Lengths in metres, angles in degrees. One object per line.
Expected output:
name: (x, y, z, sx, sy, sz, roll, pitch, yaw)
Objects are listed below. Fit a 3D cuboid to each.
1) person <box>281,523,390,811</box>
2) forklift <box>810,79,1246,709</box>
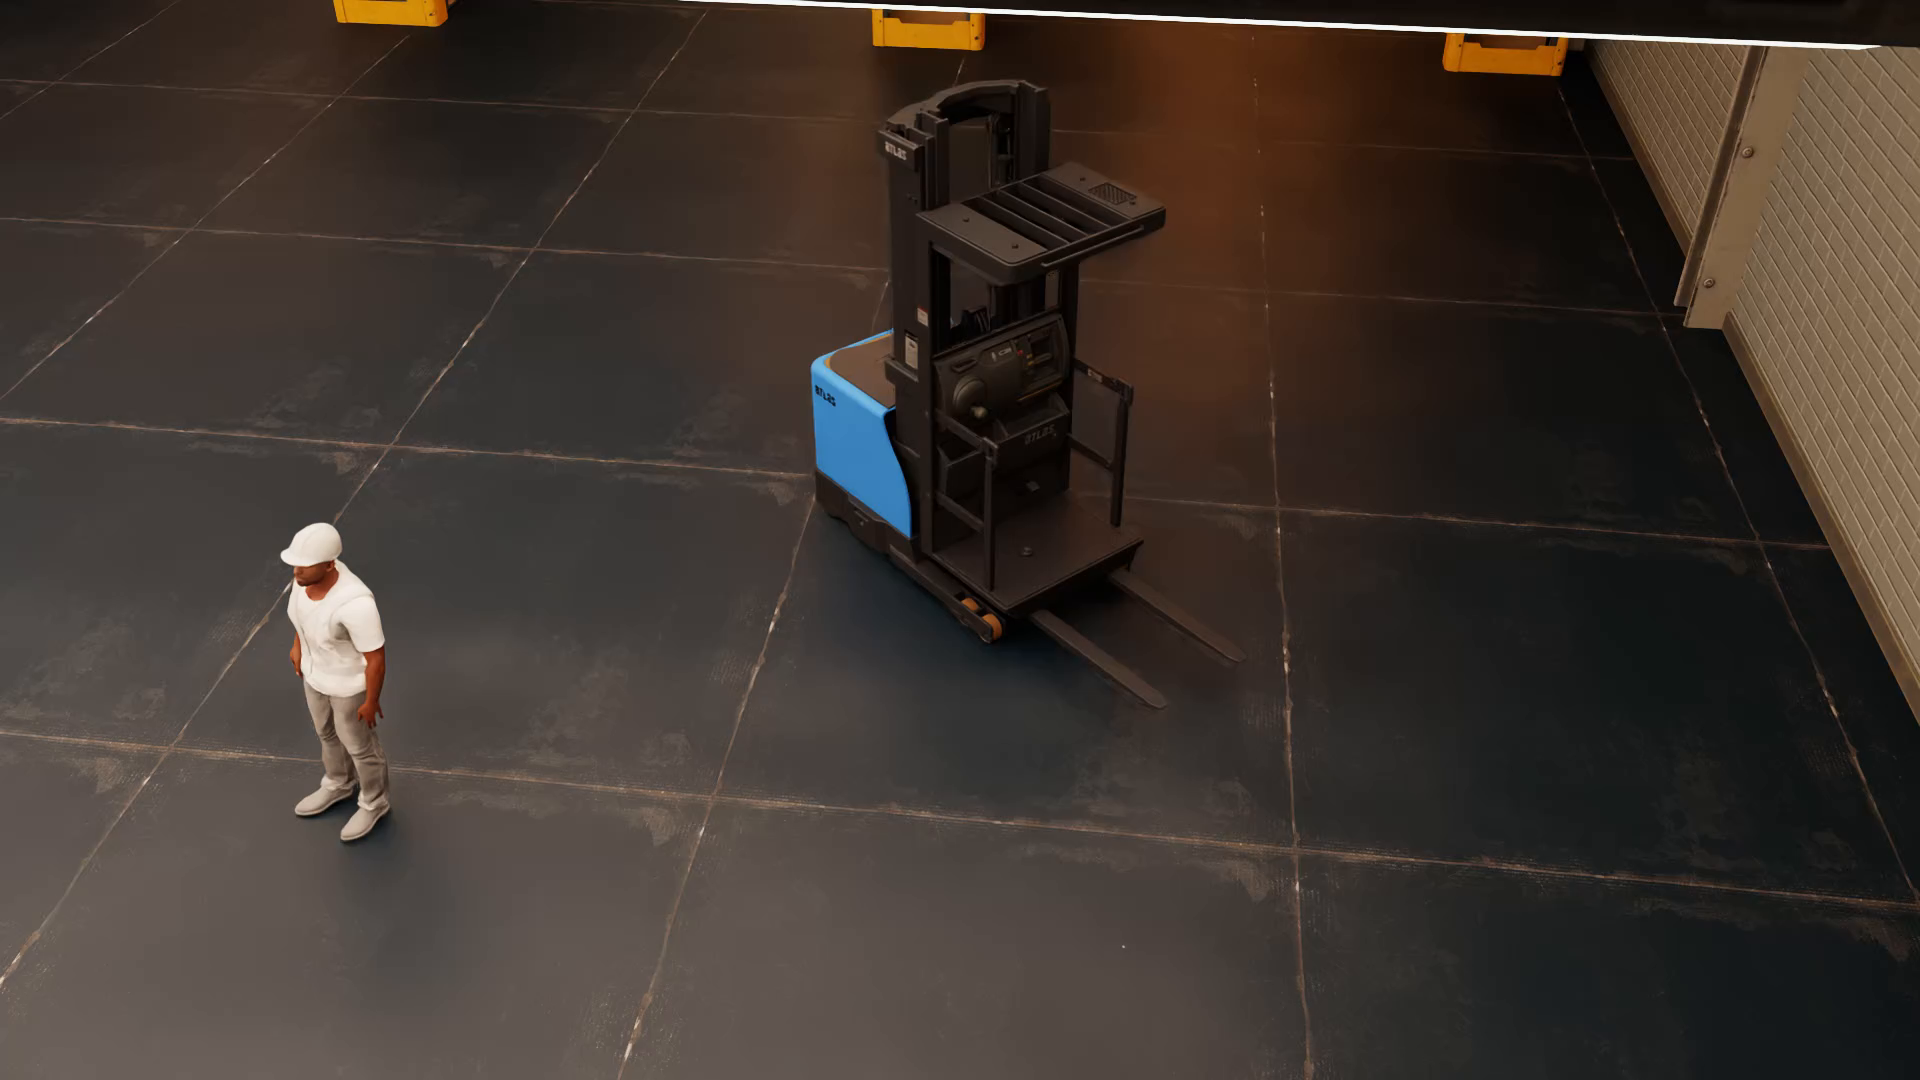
person: (-3.013, 0.626, 8.109, 0.663, 1.712, 0.377, 27, 44, 32)
forklift: (0.382, -0.919, 9.277, 1.130, 2.935, 3.031, -26, 43, -30)
